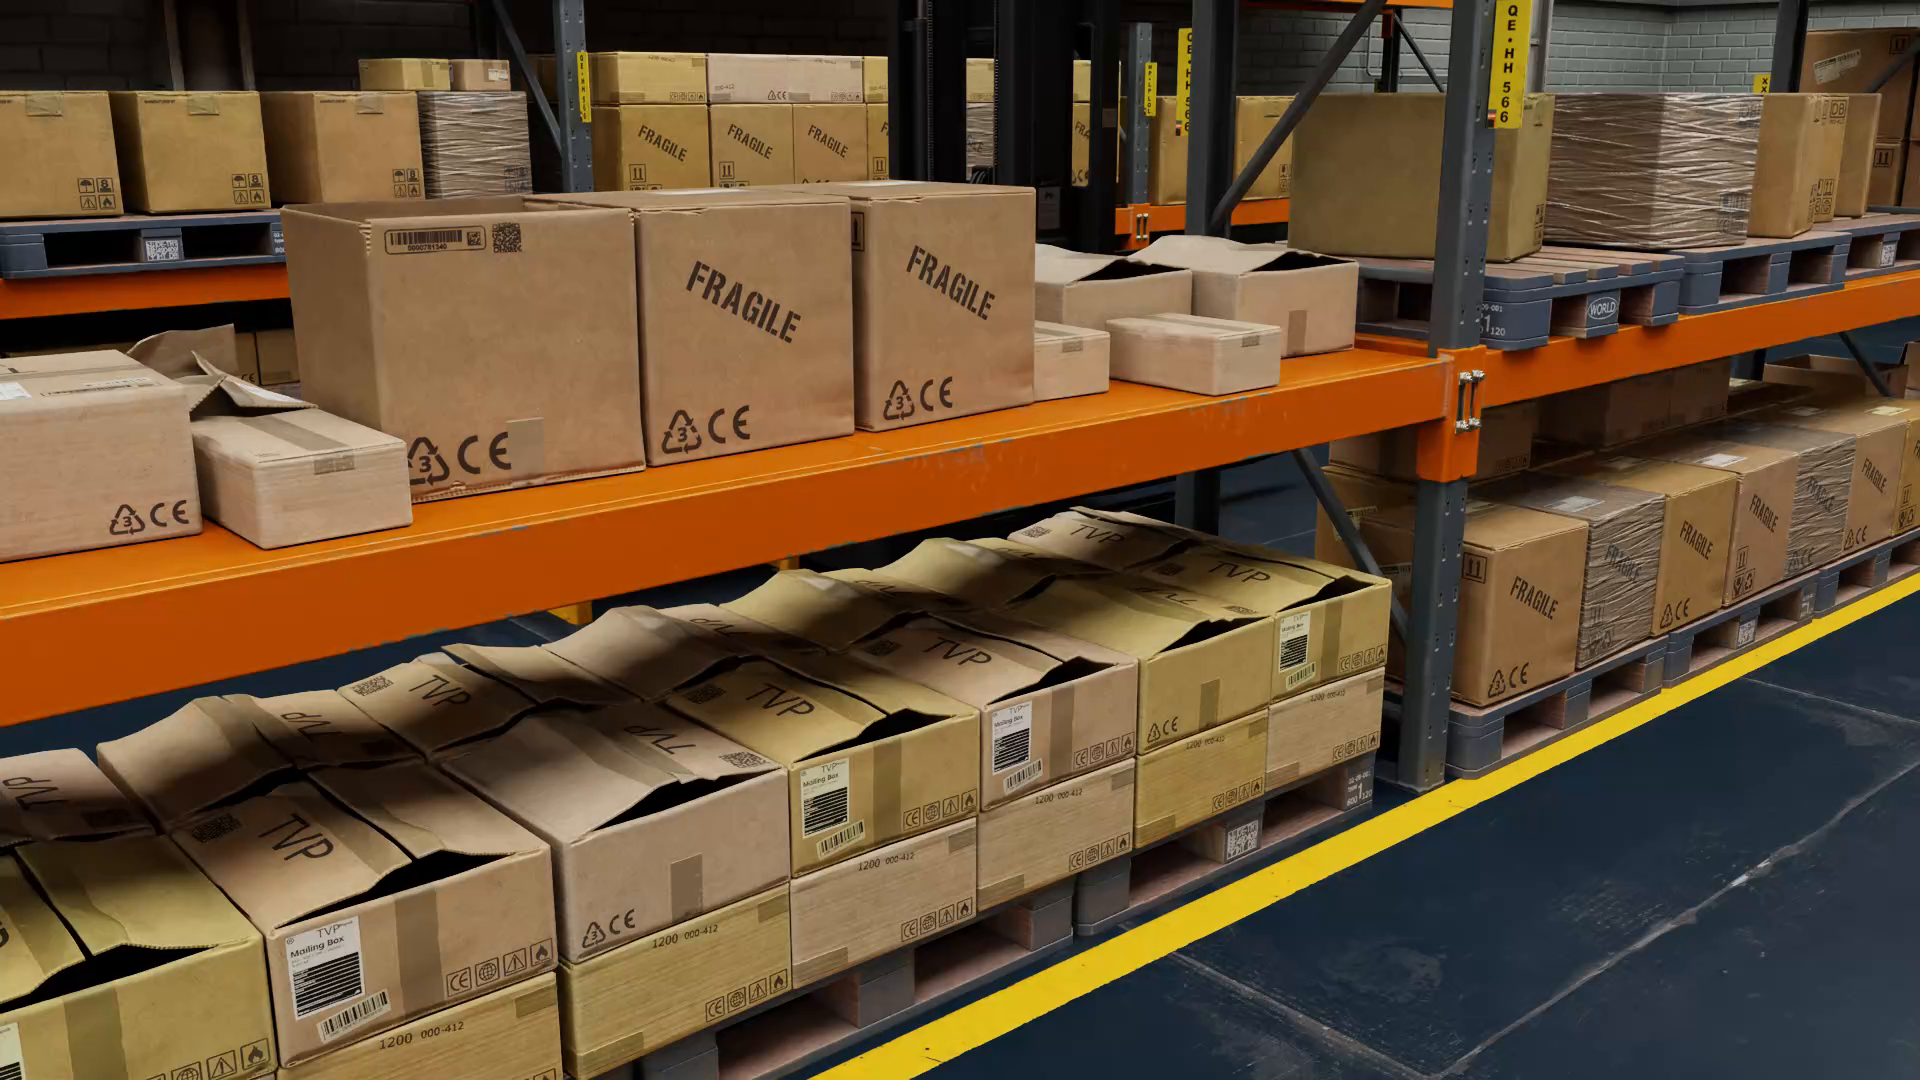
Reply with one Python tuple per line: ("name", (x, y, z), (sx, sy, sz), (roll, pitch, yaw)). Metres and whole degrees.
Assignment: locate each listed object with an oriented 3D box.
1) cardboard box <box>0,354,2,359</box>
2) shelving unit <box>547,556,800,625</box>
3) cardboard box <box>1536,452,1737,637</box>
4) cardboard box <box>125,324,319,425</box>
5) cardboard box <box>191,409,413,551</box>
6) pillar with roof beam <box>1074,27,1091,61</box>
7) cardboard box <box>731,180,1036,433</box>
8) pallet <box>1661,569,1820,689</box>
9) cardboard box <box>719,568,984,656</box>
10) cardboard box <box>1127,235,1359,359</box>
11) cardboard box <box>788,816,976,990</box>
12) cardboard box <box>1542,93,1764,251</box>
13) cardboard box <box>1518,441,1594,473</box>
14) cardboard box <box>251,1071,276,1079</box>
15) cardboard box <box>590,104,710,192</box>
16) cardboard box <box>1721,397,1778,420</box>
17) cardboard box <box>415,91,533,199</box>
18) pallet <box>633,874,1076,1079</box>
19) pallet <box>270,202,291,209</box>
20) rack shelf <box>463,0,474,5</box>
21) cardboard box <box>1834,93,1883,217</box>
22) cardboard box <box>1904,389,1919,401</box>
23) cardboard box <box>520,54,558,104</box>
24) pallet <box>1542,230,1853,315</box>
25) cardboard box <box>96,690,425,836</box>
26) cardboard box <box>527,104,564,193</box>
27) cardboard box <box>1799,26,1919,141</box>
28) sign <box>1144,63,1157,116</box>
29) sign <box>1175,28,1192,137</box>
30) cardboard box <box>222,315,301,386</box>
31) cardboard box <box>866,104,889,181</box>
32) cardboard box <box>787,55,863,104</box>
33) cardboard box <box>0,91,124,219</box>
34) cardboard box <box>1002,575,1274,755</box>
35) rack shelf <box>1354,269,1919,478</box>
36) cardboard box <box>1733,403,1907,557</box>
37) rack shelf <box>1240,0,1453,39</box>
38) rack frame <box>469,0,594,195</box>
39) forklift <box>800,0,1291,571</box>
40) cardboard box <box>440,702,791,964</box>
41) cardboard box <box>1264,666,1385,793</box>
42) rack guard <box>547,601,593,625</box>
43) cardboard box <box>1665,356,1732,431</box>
("cardboard box", (-4.319, -0.656, 6.930), (0.500, 0.250, 0.500), (-13, 20, -41))
("shelving unit", (-1.283, -0.537, 6.855), (1.083, 1.500, 0.587), (-12, 19, -39))
("cardboard box", (2.383, 0.001, 5.926), (0.500, 0.500, 0.500), (-13, 20, -40))
("cardboard box", (-1.396, -0.241, 3.101), (0.258, 0.266, 0.396), (-13, 20, -41))
("cardboard box", (-1.136, -0.110, 2.838), (0.250, 0.149, 0.380), (-13, 19, -39))
("pillar with roof beam", (3.628, -4.788, 8.237), (0.400, 9.000, 9.100), (-13, 19, -39))
("cardboard box", (-0.176, -0.560, 3.840), (0.500, 0.500, 0.500), (-14, 20, -42))
("pallet", (2.587, 0.223, 6.505), (1.213, 0.211, 1.003), (-13, 19, -39))
("cardboard box", (-0.286, 0.264, 4.378), (0.500, 0.311, 0.500), (-13, 20, -41))
("cardboard box", (0.776, -0.703, 4.742), (0.500, 0.311, 0.500), (-11, 19, -36))
("cardboard box", (-0.312, 0.723, 3.744), (0.500, 0.250, 0.500), (-12, 19, -38))
("cardboard box", (2.295, -1.297, 5.785), (0.500, 0.500, 0.700), (-9, 17, -29))
("cardboard box", (2.021, -0.096, 6.287), (0.500, 0.500, 0.500), (-14, 20, -41))
("cardboard box", (-1.472, 0.984, 2.768), (0.500, 0.250, 0.500), (-13, 20, -41))
("cardboard box", (-1.641, -1.997, 8.605), (0.500, 0.500, 0.500), (-12, 19, -38))
("cardboard box", (3.176, -0.355, 7.256), (0.500, 0.500, 0.500), (-12, 19, -39))
("cardboard box", (-2.524, -1.942, 8.162), (0.700, 0.500, 0.500), (13, 20, 40))
("pallet", (-0.488, 0.885, 4.026), (1.213, 0.211, 1.003), (-13, 19, -39))
("pallet", (-2.643, -1.529, 8.033), (1.003, 0.211, 1.213), (-13, 19, -39))
("rack shelf", (-3.684, -2.526, 6.975), (4.000, 0.370, 1.077), (-13, 19, -39))
("cardboard box", (3.592, -1.691, 7.262), (0.700, 0.500, 0.500), (8, 17, 28))
("cardboard box", (4.906, -0.669, 8.800), (0.500, 0.311, 0.500), (-13, 19, -39))
("cardboard box", (-2.004, -2.454, 8.863), (0.500, 0.250, 0.500), (-12, 19, -38))
("pallet", (2.543, -1.037, 6.191), (1.213, 0.211, 1.003), (-13, 19, -39))
("cardboard box", (-1.433, 0.519, 3.421), (0.500, 0.311, 0.500), (-12, 19, -38))
("cardboard box", (-1.992, -2.096, 8.975), (0.500, 0.500, 0.500), (-12, 19, -39))
("cardboard box", (4.308, -2.144, 7.834), (0.500, 0.500, 0.500), (-13, 19, -39))
("sign", (1.205, -2.858, 10.546), (0.005, 0.325, 0.100), (-13, 19, -39))
("sign", (0.716, -1.424, 5.180), (0.005, 0.325, 0.100), (-13, 19, -39))
("cardboard box", (-3.156, -0.914, 7.896), (0.500, 0.250, 0.500), (-12, 19, -38))
("cardboard box", (-0.477, -2.258, 9.580), (0.500, 0.500, 0.500), (-12, 19, -38))
("cardboard box", (-0.884, -2.530, 9.148), (0.500, 0.250, 0.500), (-12, 19, -39))
("cardboard box", (-3.884, -1.637, 7.018), (0.500, 0.500, 0.700), (-10, 18, -32))
("cardboard box", (0.458, 0.281, 4.312), (0.500, 0.311, 0.500), (-13, 20, -40))
("rack shelf", (2.588, -0.790, 6.291), (4.000, 0.370, 1.077), (-13, 19, -39))
("cardboard box", (3.534, -0.260, 6.903), (0.500, 0.500, 0.500), (-13, 19, -39))
("rack shelf", (2.351, -3.881, 12.048), (4.000, 0.370, 1.077), (-13, 19, -39))
("rack frame", (-2.176, -1.763, 8.537), (0.127, 3.000, 1.000), (-13, 19, -39))
("forklift", (0.474, -1.523, 7.772), (3.031, 2.935, 1.130), (-13, 20, -40))
("cardboard box", (-0.693, 0.540, 3.344), (0.500, 0.311, 0.500), (-14, 20, -41))
("cardboard box", (0.842, 0.463, 4.719), (0.500, 0.250, 0.500), (-12, 19, -38))
("rack guard", (-1.661, 0.150, 6.703), (0.087, 0.250, 0.587), (-12, 19, -39))
("cardboard box", (2.817, -0.640, 6.872), (0.500, 0.250, 0.500), (-13, 19, -39))
